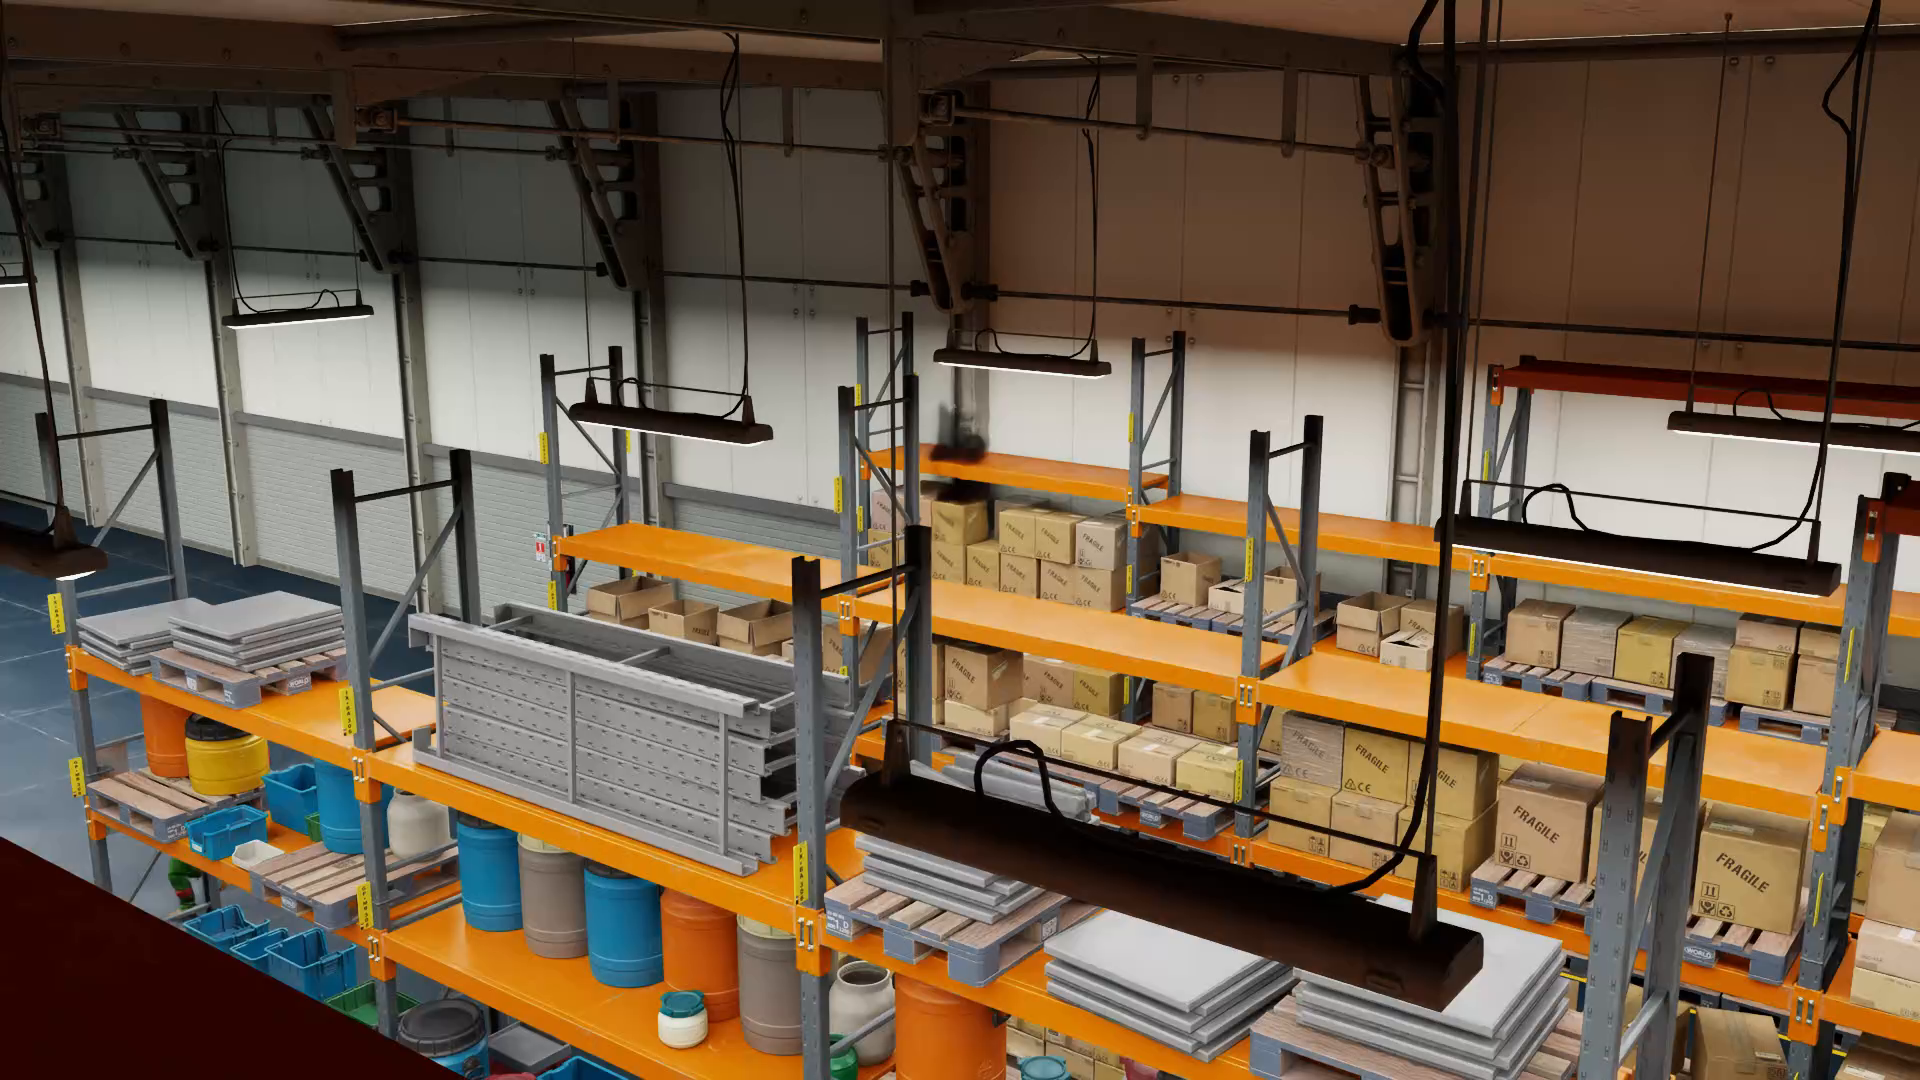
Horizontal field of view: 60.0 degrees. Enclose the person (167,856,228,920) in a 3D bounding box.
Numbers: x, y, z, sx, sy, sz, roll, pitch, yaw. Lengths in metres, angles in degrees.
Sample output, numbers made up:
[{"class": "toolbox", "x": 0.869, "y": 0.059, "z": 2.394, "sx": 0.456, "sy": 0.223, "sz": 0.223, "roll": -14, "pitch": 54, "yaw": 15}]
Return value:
[{"class": "person", "x": -8.160, "y": 3.179, "z": 17.755, "sx": 0.731, "sy": 1.748, "sz": 0.667, "roll": -7, "pitch": 15, "yaw": -26}]
